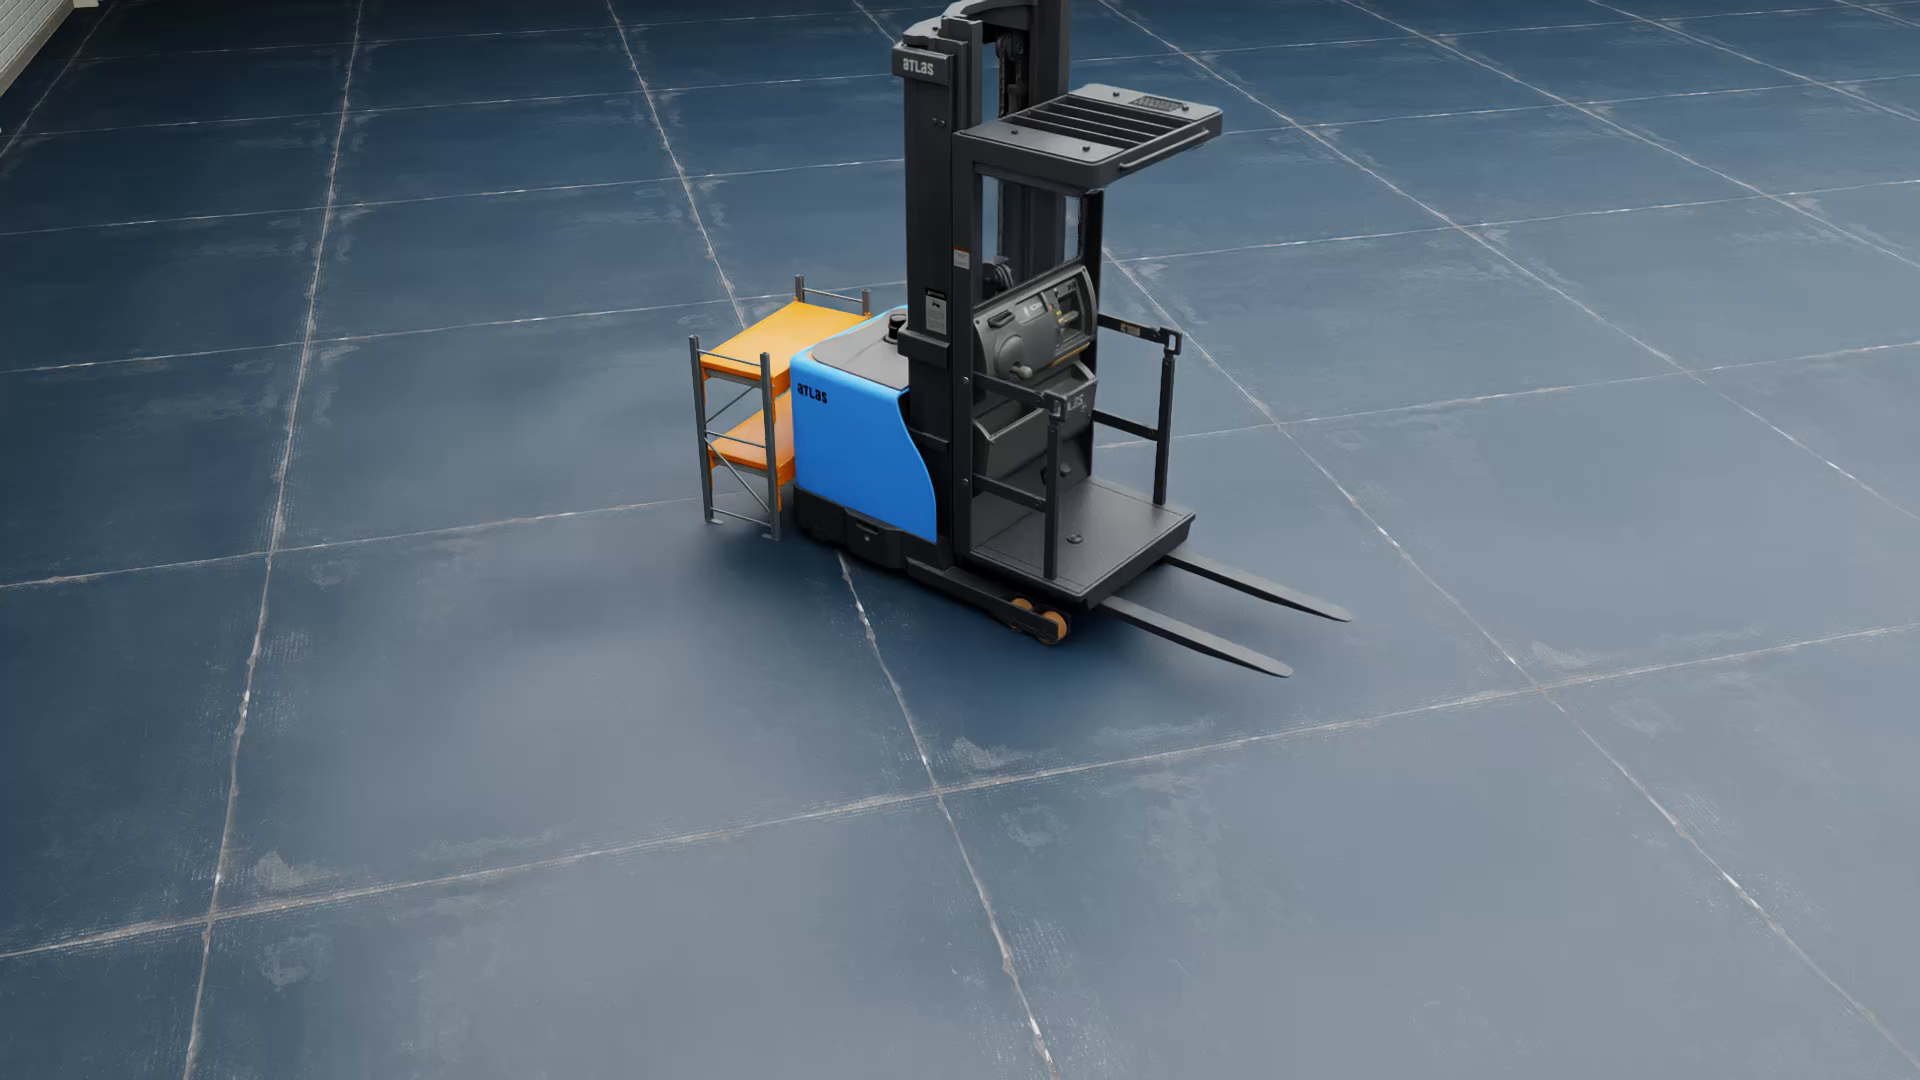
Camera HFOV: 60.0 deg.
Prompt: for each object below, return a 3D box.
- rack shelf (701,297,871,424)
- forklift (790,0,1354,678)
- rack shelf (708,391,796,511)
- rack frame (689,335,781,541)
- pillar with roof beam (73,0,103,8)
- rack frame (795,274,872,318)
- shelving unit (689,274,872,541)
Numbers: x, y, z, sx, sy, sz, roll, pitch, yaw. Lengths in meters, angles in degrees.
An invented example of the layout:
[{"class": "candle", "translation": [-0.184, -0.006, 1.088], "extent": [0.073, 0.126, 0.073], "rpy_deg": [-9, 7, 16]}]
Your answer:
[{"class": "rack shelf", "translation": [-0.977, -1.022, 9.308], "extent": [0.538, 0.278, 1.000], "rpy_deg": [15, 33, 25]}, {"class": "forklift", "translation": [0.545, -1.044, 8.127], "extent": [3.031, 2.935, 1.130], "rpy_deg": [22, 37, 33]}, {"class": "rack shelf", "translation": [-0.977, -0.557, 9.578], "extent": [0.538, 0.278, 1.000], "rpy_deg": [15, 33, 25]}, {"class": "rack frame", "translation": [-1.222, -0.545, 9.070], "extent": [0.500, 1.125, 0.032], "rpy_deg": [15, 33, 25]}, {"class": "pillar with roof beam", "translation": [-6.811, -11.205, 19.626], "extent": [9.100, 9.000, 0.400], "rpy_deg": [-8, 31, -13]}, {"class": "rack frame", "translation": [-0.733, -0.992, 9.841], "extent": [0.500, 1.125, 0.032], "rpy_deg": [15, 33, 25]}, {"class": "shelving unit", "translation": [-0.977, -0.769, 9.455], "extent": [0.538, 1.125, 1.048], "rpy_deg": [15, 33, 25]}]
